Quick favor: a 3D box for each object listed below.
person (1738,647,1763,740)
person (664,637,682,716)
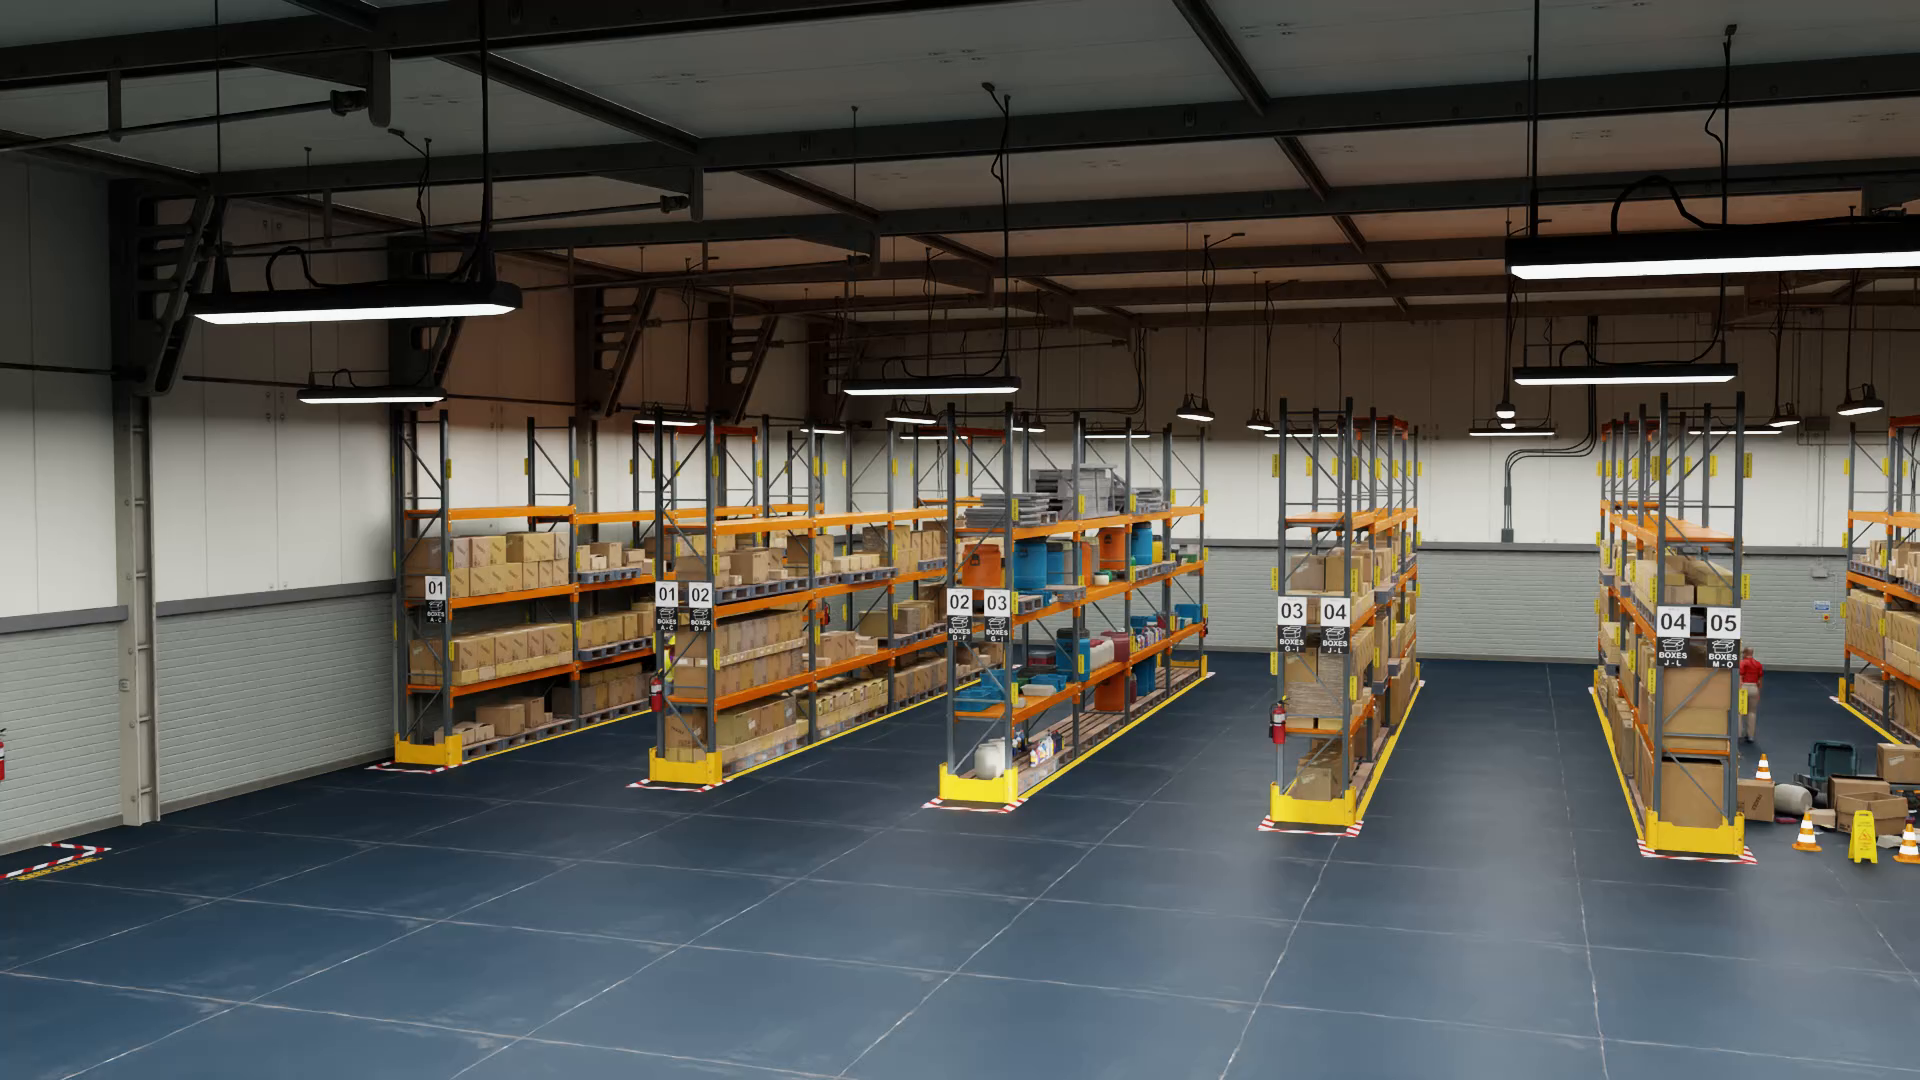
[{"bbox_3d":[14.508,2.862,30.609,0.541,1.785,0.599,1,3,14],"label":"person"},{"bbox_3d":[-5.559,2.731,32.237,0.592,1.721,0.950,0,2,-9],"label":"person"}]
